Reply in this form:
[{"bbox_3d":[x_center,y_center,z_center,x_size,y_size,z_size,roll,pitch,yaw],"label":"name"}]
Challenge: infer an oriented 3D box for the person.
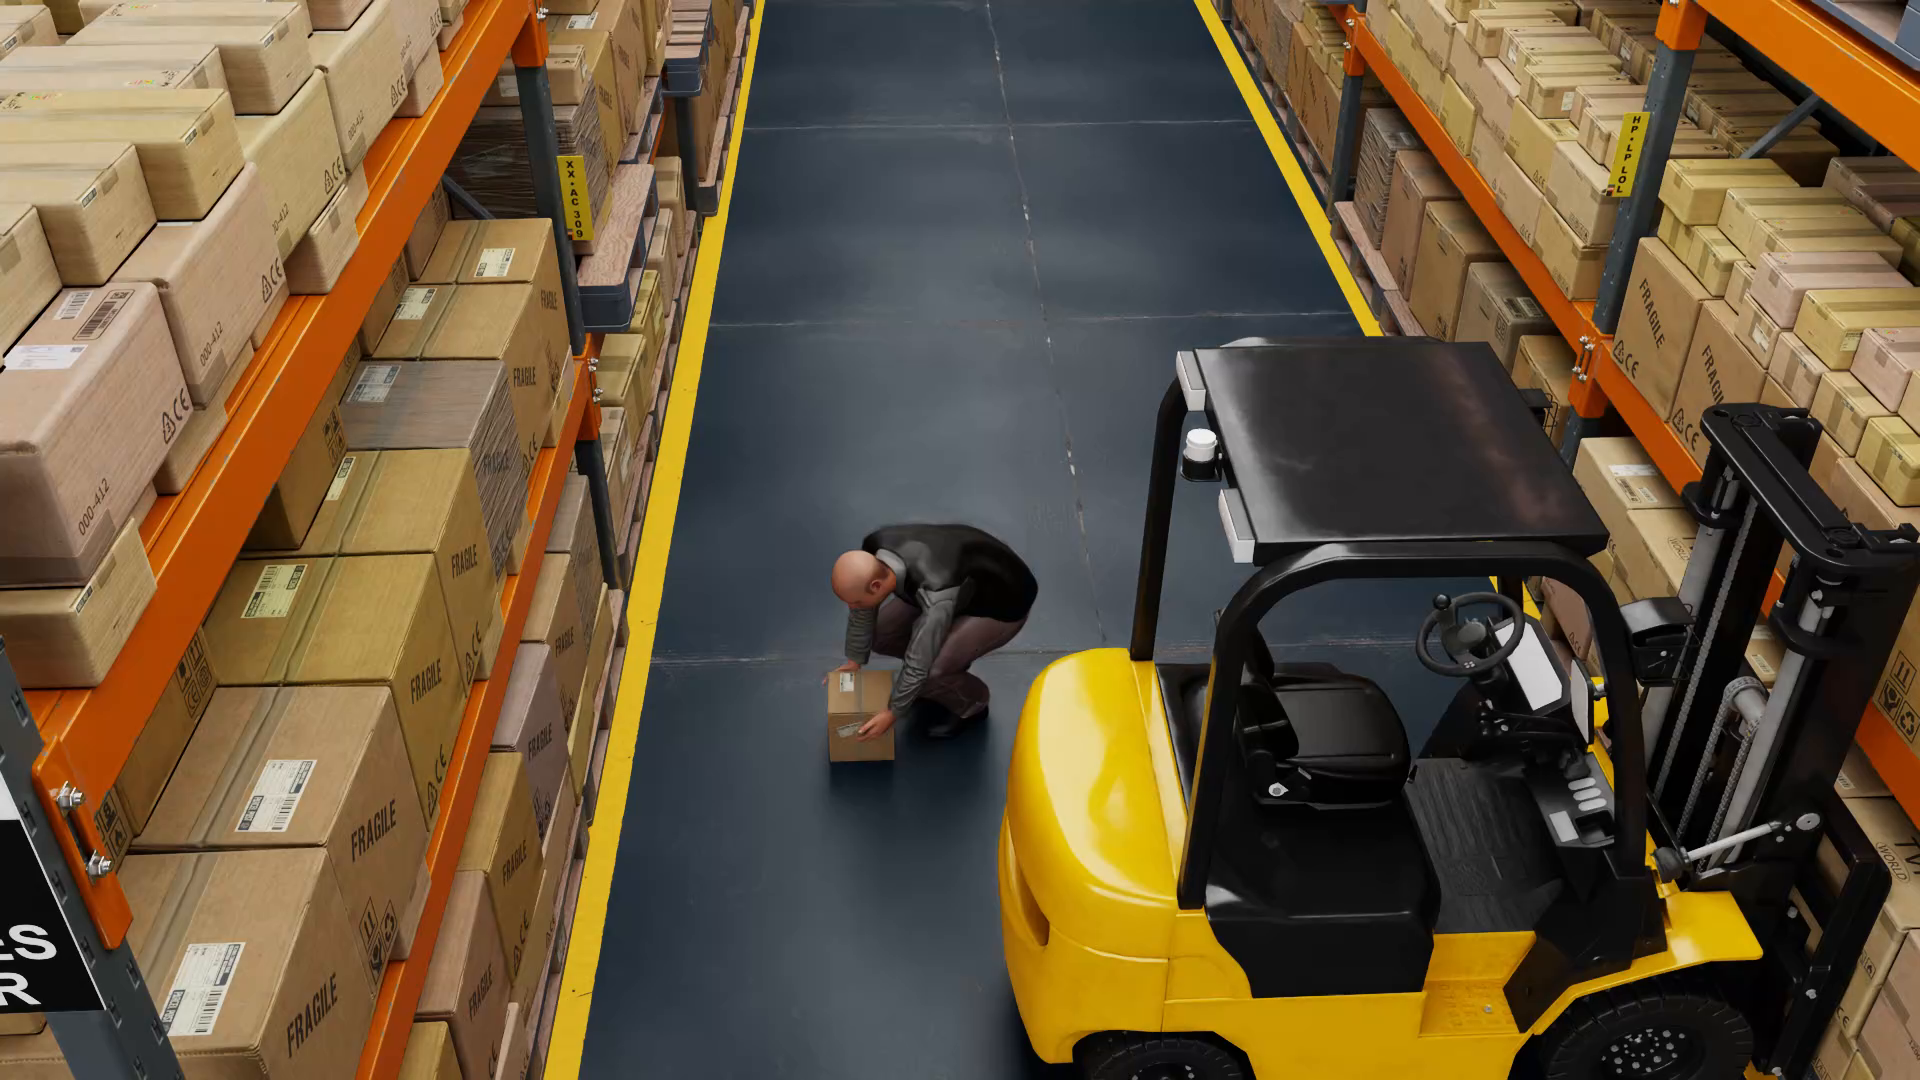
[{"bbox_3d":[-0.111,0.318,6.394,0.861,0.945,0.543,-20,40,-26],"label":"person"}]
